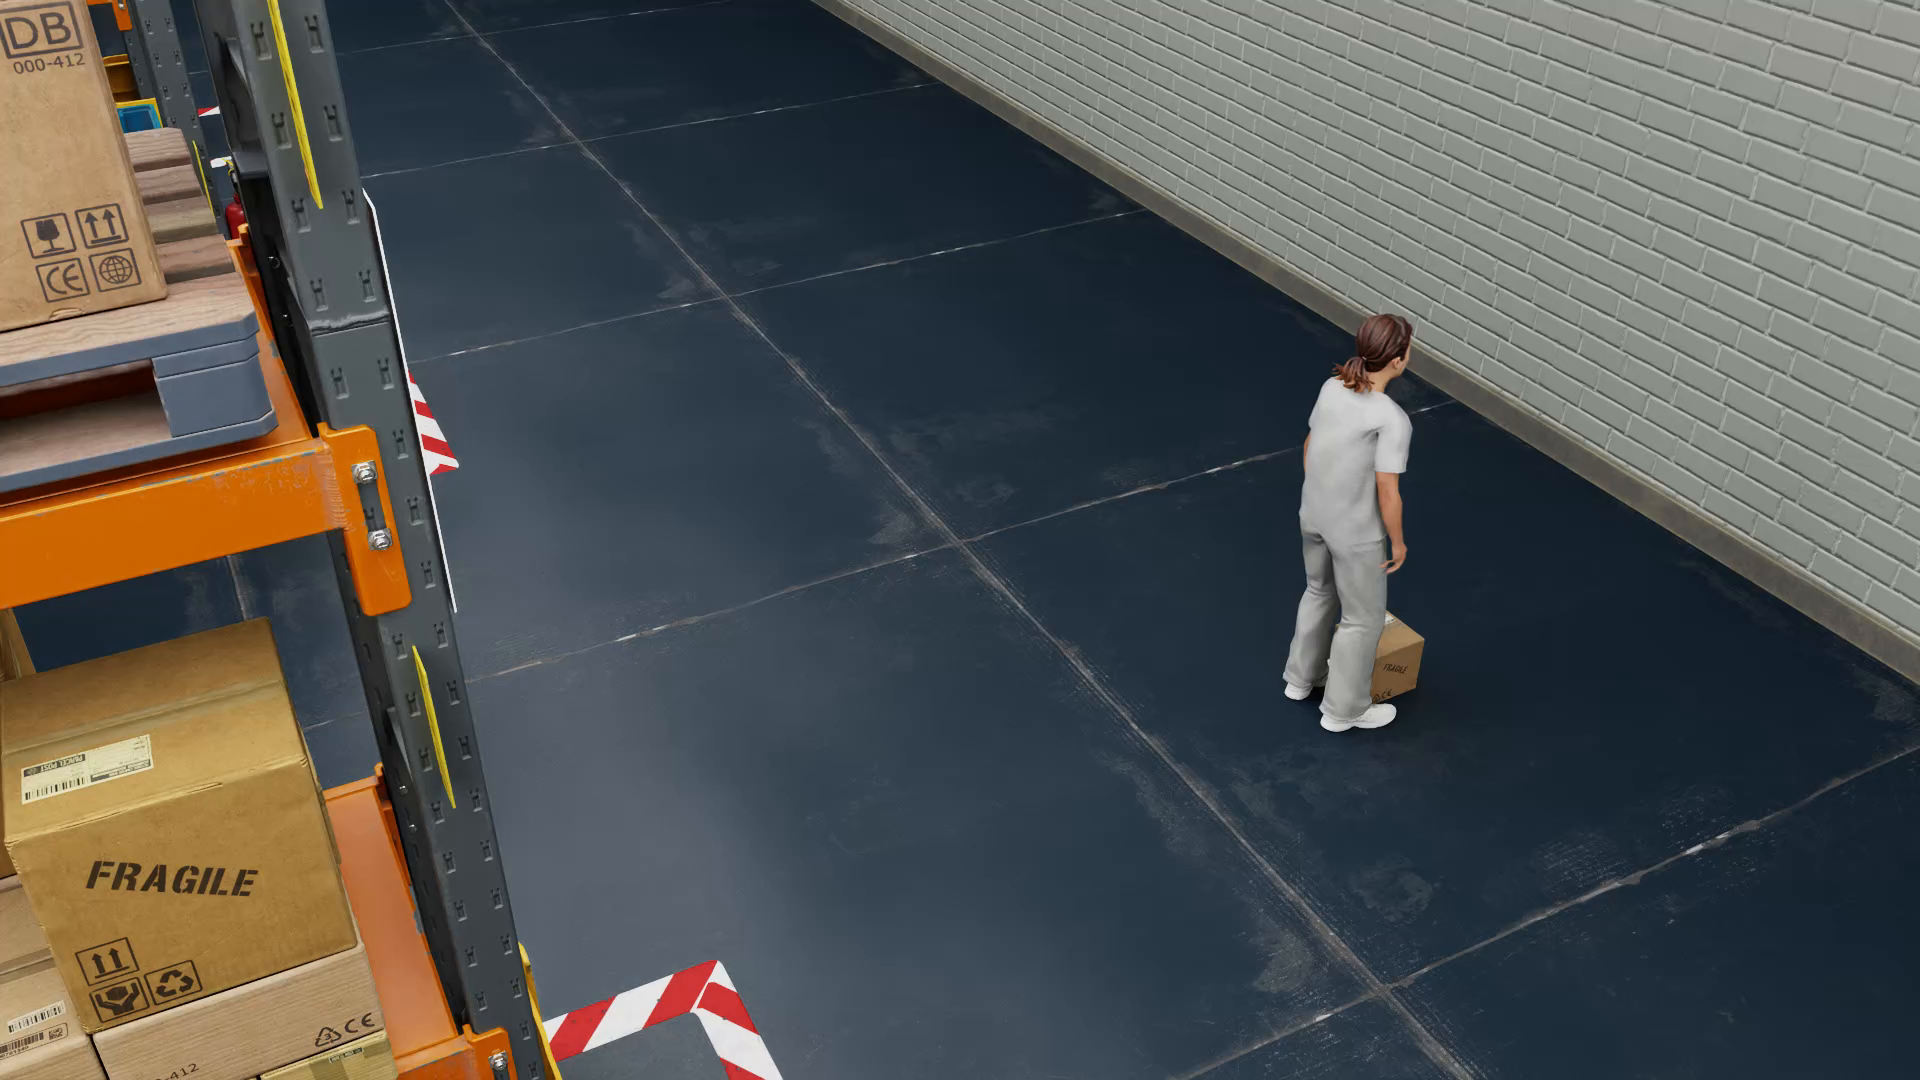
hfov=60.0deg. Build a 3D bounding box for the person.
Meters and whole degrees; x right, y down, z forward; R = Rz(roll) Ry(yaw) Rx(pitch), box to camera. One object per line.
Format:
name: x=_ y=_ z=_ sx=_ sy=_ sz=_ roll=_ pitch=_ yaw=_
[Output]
person: x=1.466 y=-0.060 z=6.232 sx=0.356 sy=1.673 sz=0.508 roll=-17 pitch=37 yaw=-25
